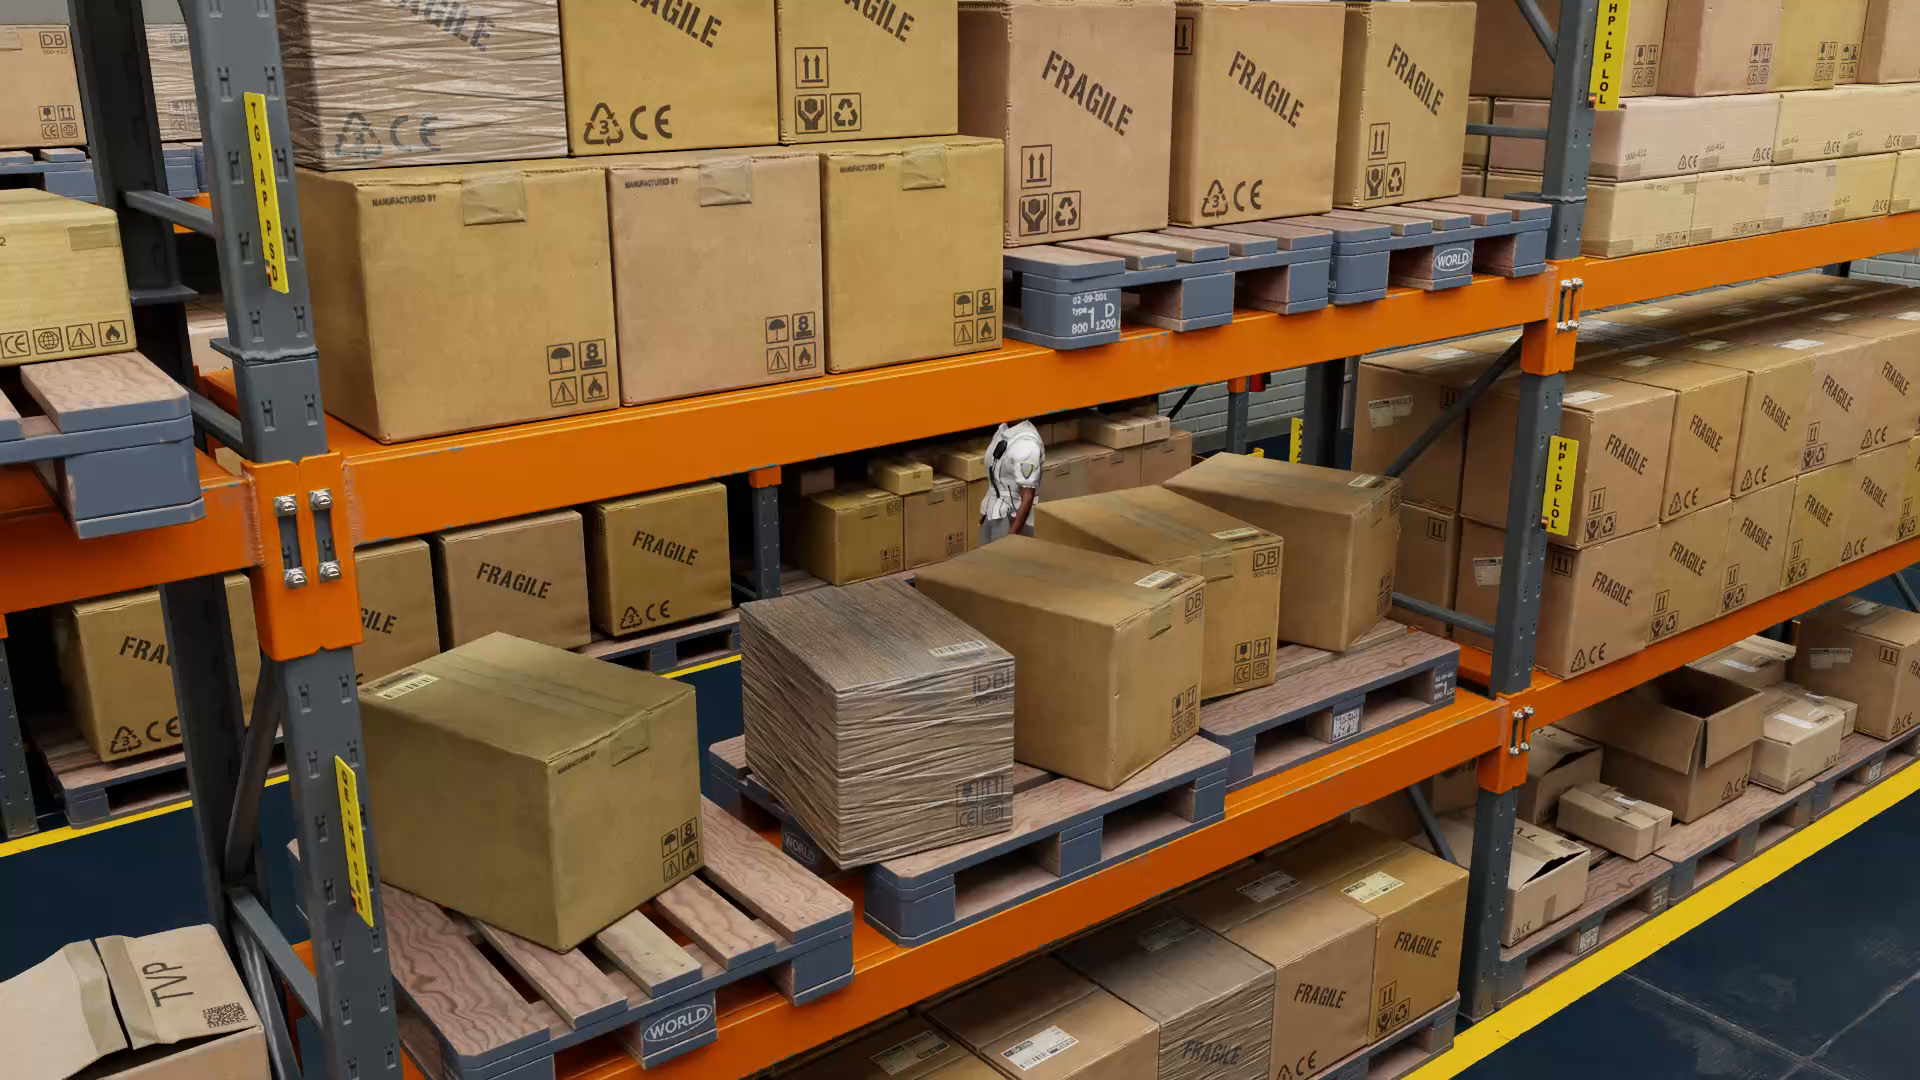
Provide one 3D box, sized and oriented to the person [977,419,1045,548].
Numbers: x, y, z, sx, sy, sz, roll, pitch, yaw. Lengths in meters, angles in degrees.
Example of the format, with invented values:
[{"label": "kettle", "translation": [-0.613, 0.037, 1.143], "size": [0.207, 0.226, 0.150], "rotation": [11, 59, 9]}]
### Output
[{"label": "person", "translation": [0.192, -0.089, 9.247], "size": [0.530, 1.695, 0.569], "rotation": [-4, 18, -12]}]
